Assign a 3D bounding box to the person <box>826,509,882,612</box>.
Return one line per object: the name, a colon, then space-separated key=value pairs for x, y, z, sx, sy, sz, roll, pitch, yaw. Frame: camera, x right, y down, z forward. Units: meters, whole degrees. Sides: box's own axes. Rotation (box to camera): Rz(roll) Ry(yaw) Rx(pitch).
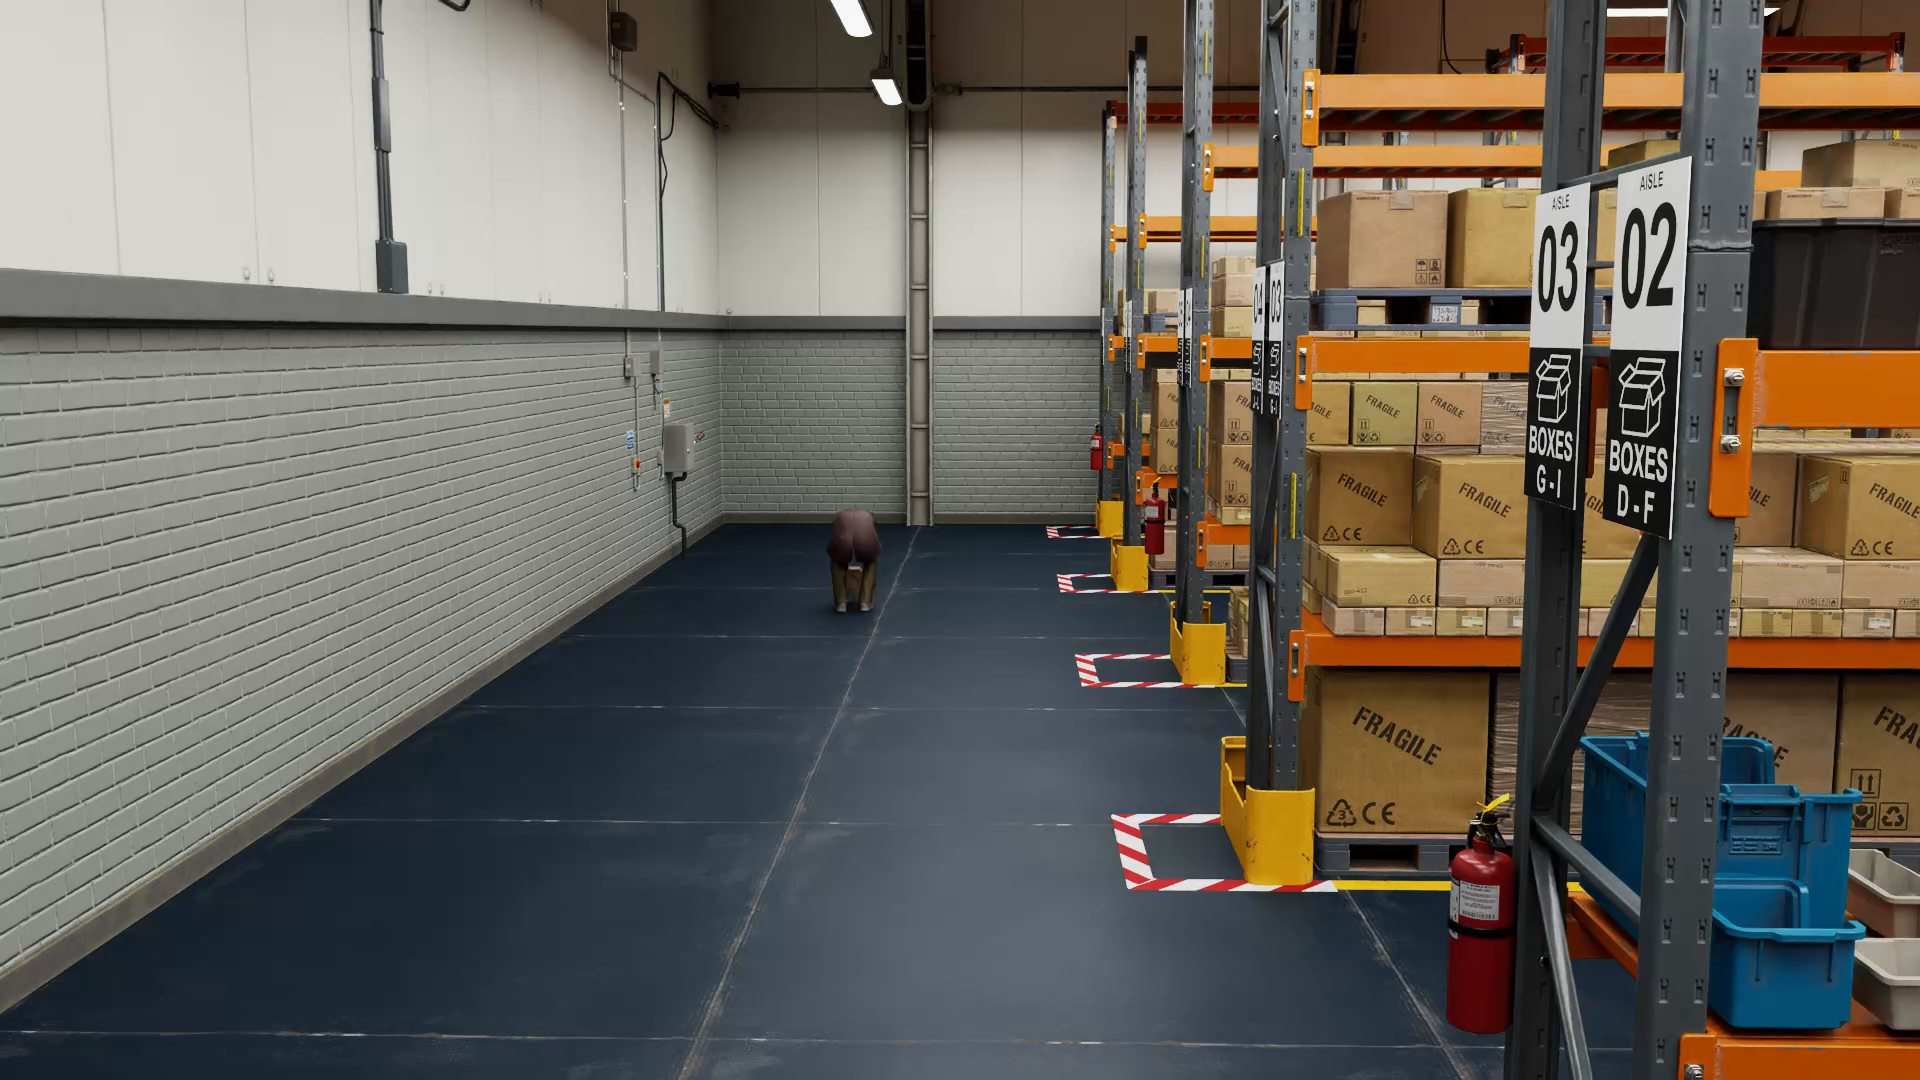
person: x=-1.093 y=0.184 z=17.273 sx=0.582 sy=1.052 sz=0.946 roll=0 pitch=7 yaw=-2
